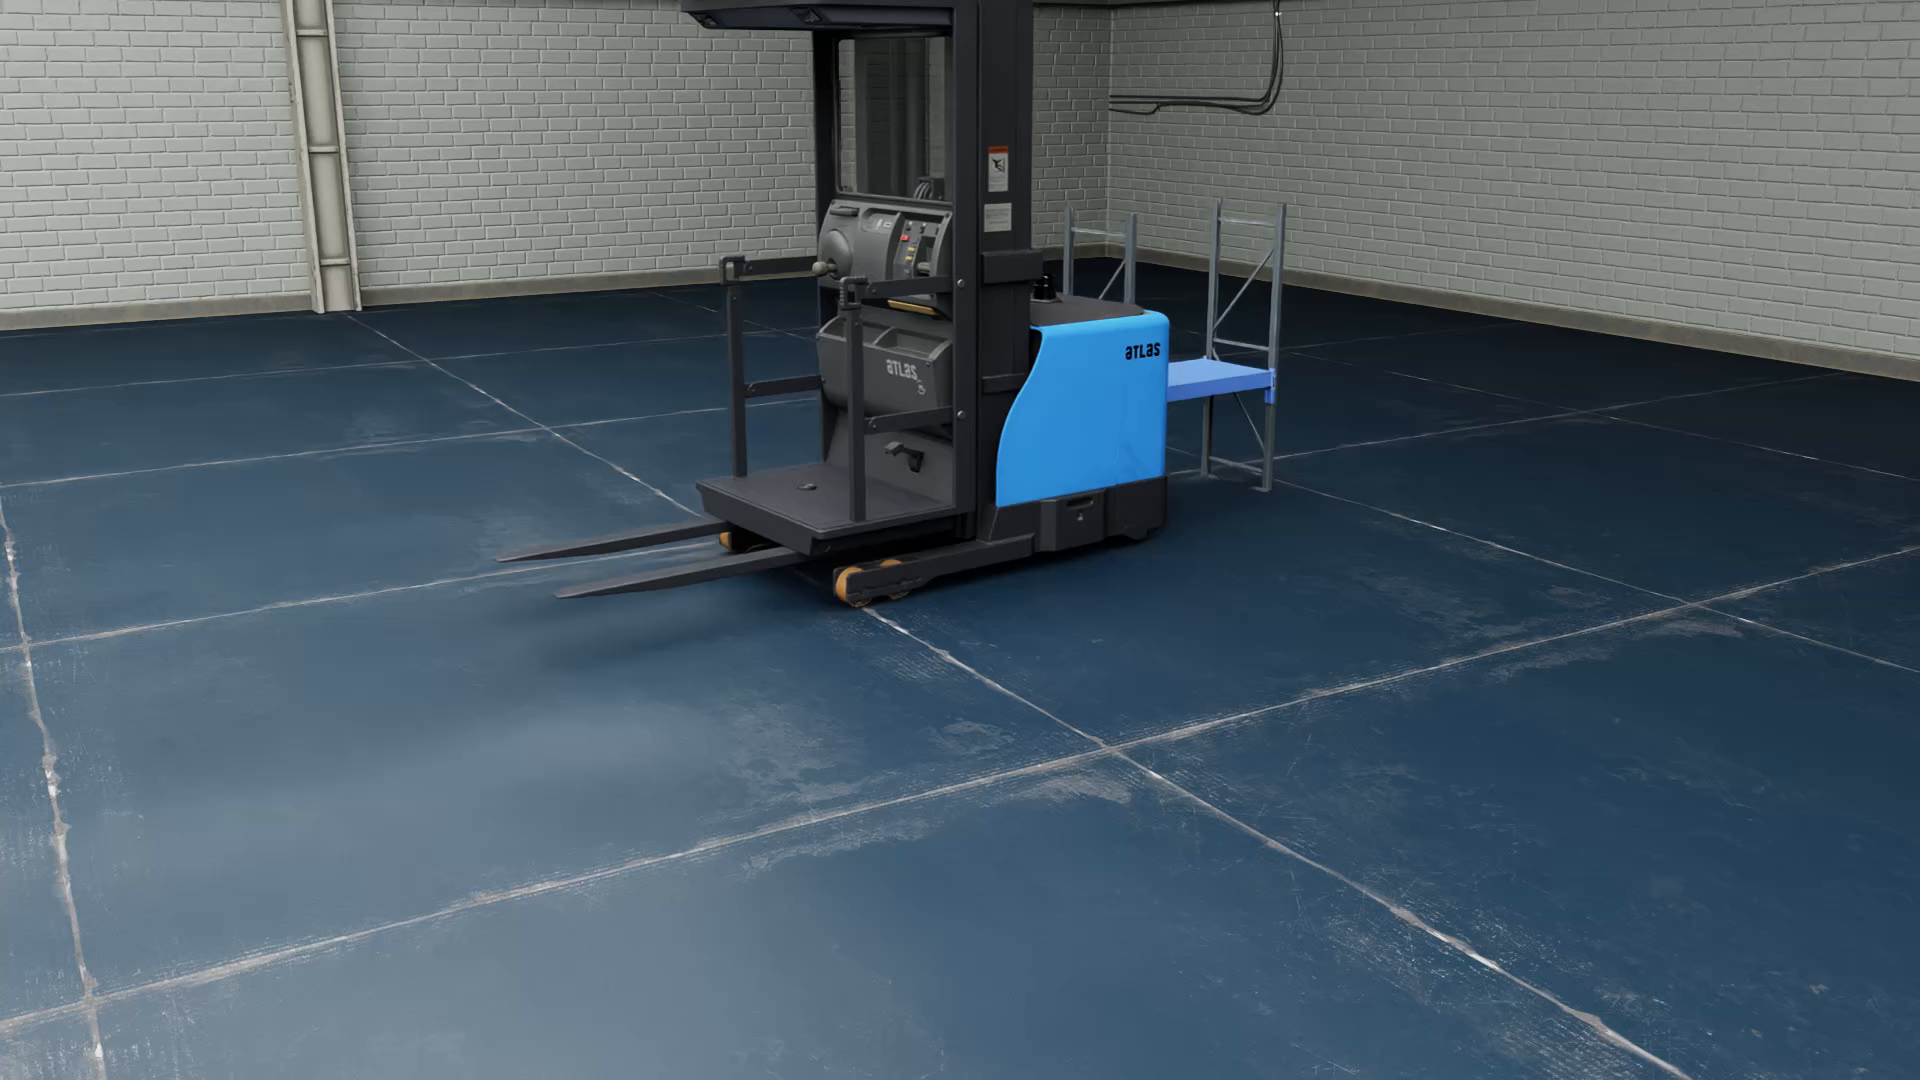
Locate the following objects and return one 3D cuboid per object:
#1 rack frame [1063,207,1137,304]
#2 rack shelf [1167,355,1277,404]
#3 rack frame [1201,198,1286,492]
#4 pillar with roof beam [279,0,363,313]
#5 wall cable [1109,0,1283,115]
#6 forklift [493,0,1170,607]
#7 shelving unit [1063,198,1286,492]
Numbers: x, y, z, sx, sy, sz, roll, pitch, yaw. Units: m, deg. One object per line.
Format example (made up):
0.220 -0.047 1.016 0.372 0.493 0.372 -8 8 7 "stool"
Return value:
0.676 -0.869 8.233 0.032 1.500 0.500 -11 19 -35 "rack frame"
1.086 -0.778 8.572 1.000 0.185 0.538 -11 19 -35 "rack shelf"
1.495 -1.032 8.813 0.032 1.500 0.500 -11 19 -35 "rack frame"
-3.637 -5.501 10.863 0.400 9.000 9.100 -9 18 -30 "pillar with roof beam"
2.496 -5.940 18.180 0.112 2.526 3.097 -9 18 -30 "wall cable"
-0.502 -1.293 7.094 3.031 2.935 1.130 -11 19 -35 "forklift"
1.086 -0.951 8.523 1.048 1.500 0.538 -11 19 -35 "shelving unit"
